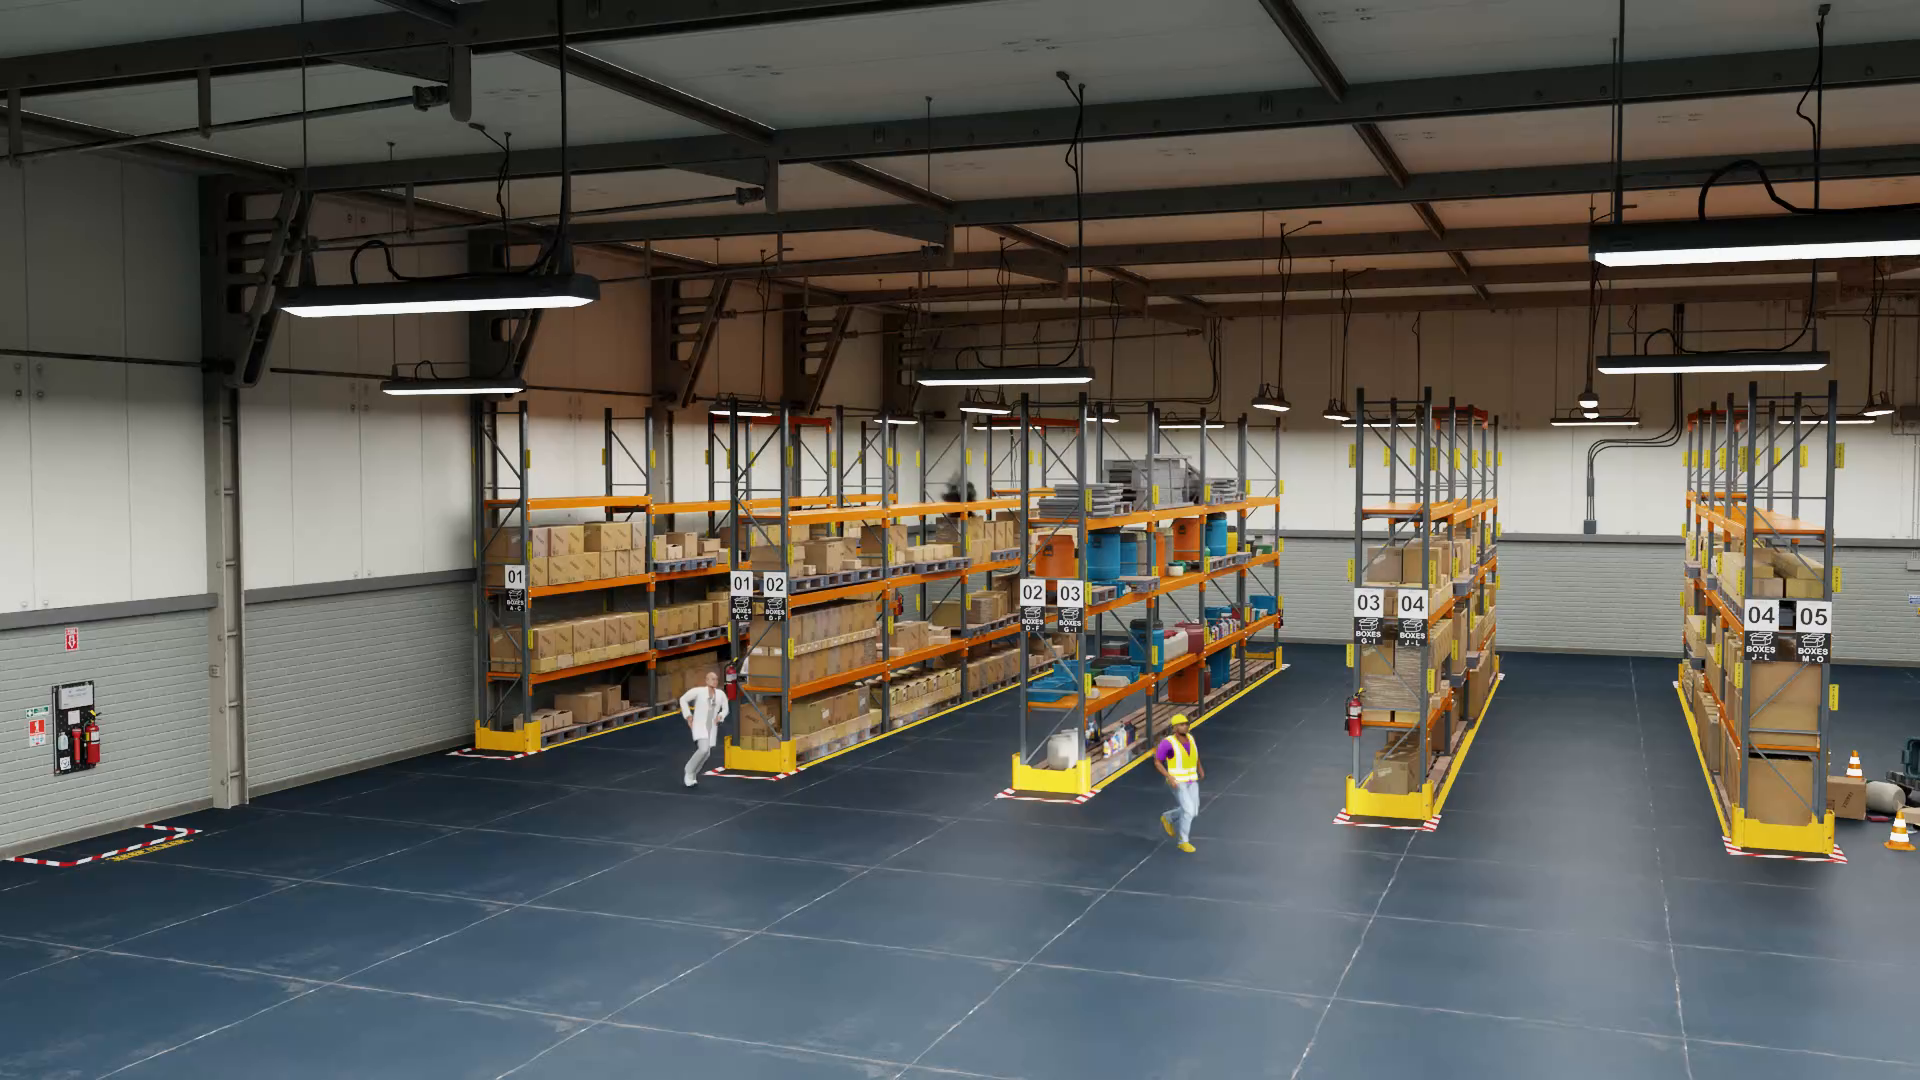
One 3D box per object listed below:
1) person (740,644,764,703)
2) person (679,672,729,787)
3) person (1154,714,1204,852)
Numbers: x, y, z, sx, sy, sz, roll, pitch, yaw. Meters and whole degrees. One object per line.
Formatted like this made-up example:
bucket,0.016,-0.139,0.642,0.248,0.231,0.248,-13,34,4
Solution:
person,-3.705,2.672,30.074,0.578,1.697,0.920,0,3,7
person,-3.887,2.888,25.472,0.721,1.712,0.676,-2,4,-38
person,2.822,3.101,21.411,0.693,1.742,0.649,-2,3,-36
